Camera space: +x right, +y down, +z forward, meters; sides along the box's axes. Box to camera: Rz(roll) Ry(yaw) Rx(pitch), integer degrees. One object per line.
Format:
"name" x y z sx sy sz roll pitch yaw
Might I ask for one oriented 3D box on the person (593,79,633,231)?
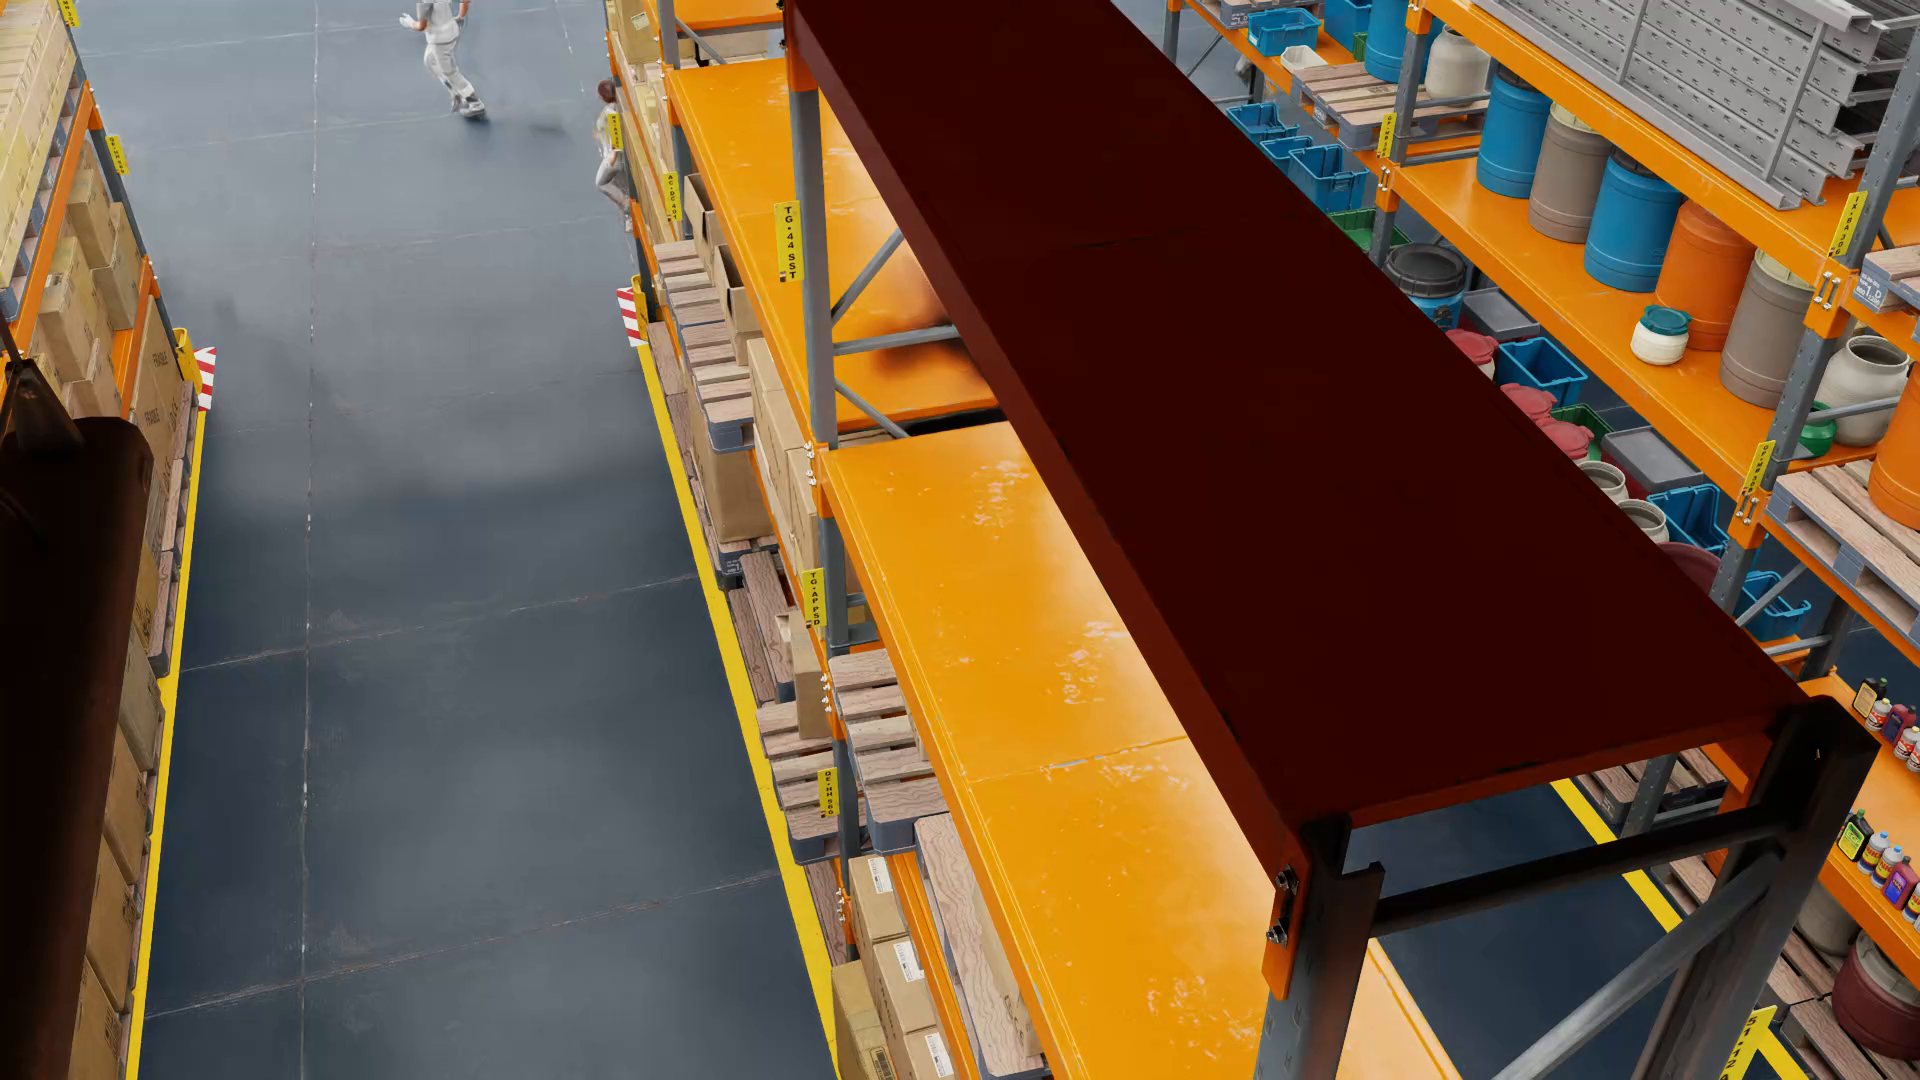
"person" -3.382 -3.779 16.329 0.552 1.565 0.548 12 40 15

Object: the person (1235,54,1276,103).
"person" 3.344 -5.566 18.519 0.508 1.659 0.629 7 39 9

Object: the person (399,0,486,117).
"person" -5.749 -5.537 18.378 0.786 1.776 0.647 5 39 7
